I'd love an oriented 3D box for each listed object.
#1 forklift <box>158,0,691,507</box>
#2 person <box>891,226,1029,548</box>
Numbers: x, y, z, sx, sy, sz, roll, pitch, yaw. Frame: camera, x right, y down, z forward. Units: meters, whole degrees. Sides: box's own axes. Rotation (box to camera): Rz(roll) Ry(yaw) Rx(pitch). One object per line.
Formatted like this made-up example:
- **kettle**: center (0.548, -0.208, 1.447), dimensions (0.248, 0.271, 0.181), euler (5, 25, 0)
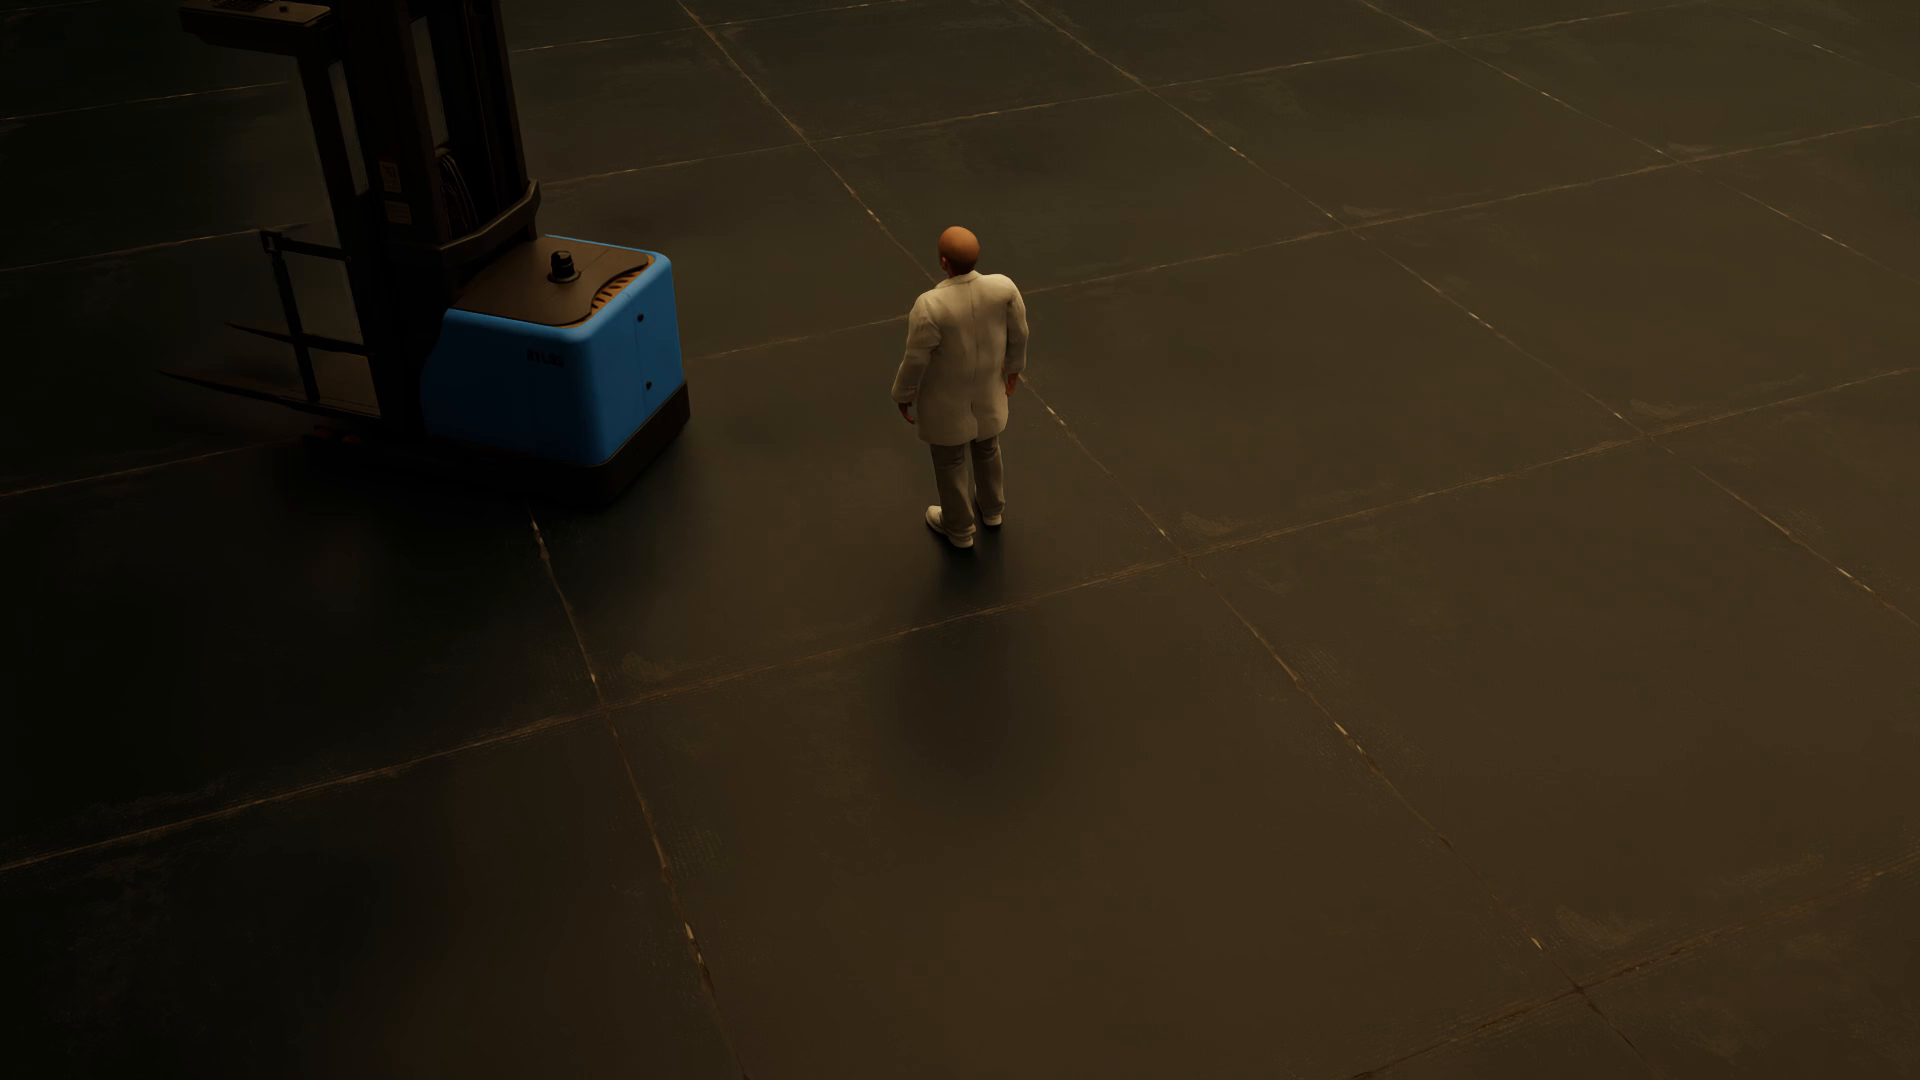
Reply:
- **forklift**: center (-3.111, -1.885, 8.749), dimensions (3.031, 2.935, 1.130), euler (12, 37, 16)
- **person**: center (-0.033, -0.780, 8.179), dimensions (0.698, 1.779, 0.577), euler (-14, 38, -19)
